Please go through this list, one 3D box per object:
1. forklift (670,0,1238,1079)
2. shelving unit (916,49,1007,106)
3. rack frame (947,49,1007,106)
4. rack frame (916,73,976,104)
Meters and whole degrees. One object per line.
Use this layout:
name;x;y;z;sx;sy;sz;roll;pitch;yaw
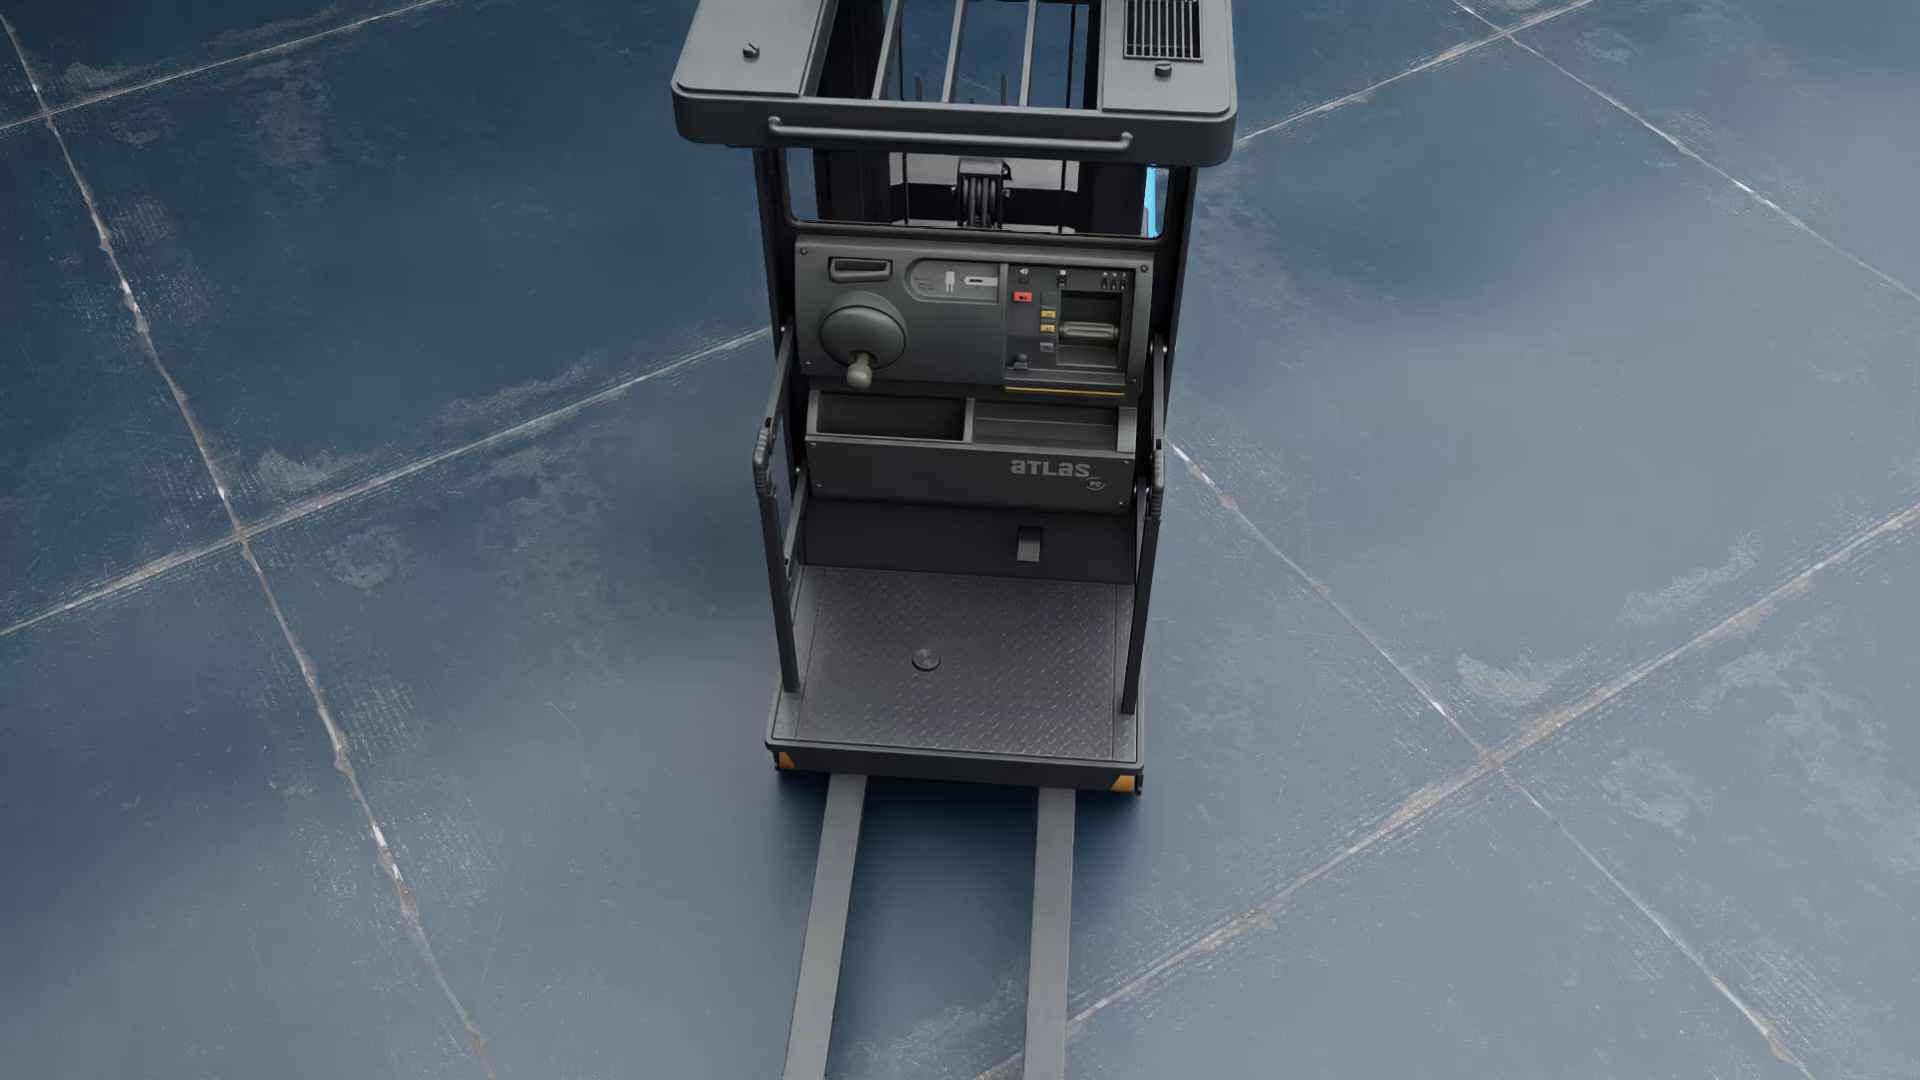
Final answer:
forklift;0.017;-0.477;4.212;1.130;2.935;3.031;3;48;3
shelving unit;0.005;-1.154;5.974;0.258;1.200;0.189;27;54;22
rack frame;0.057;-1.210;6.024;0.240;1.200;0.006;27;54;22
rack frame;-0.048;-1.098;5.924;0.240;1.200;0.006;27;54;22
